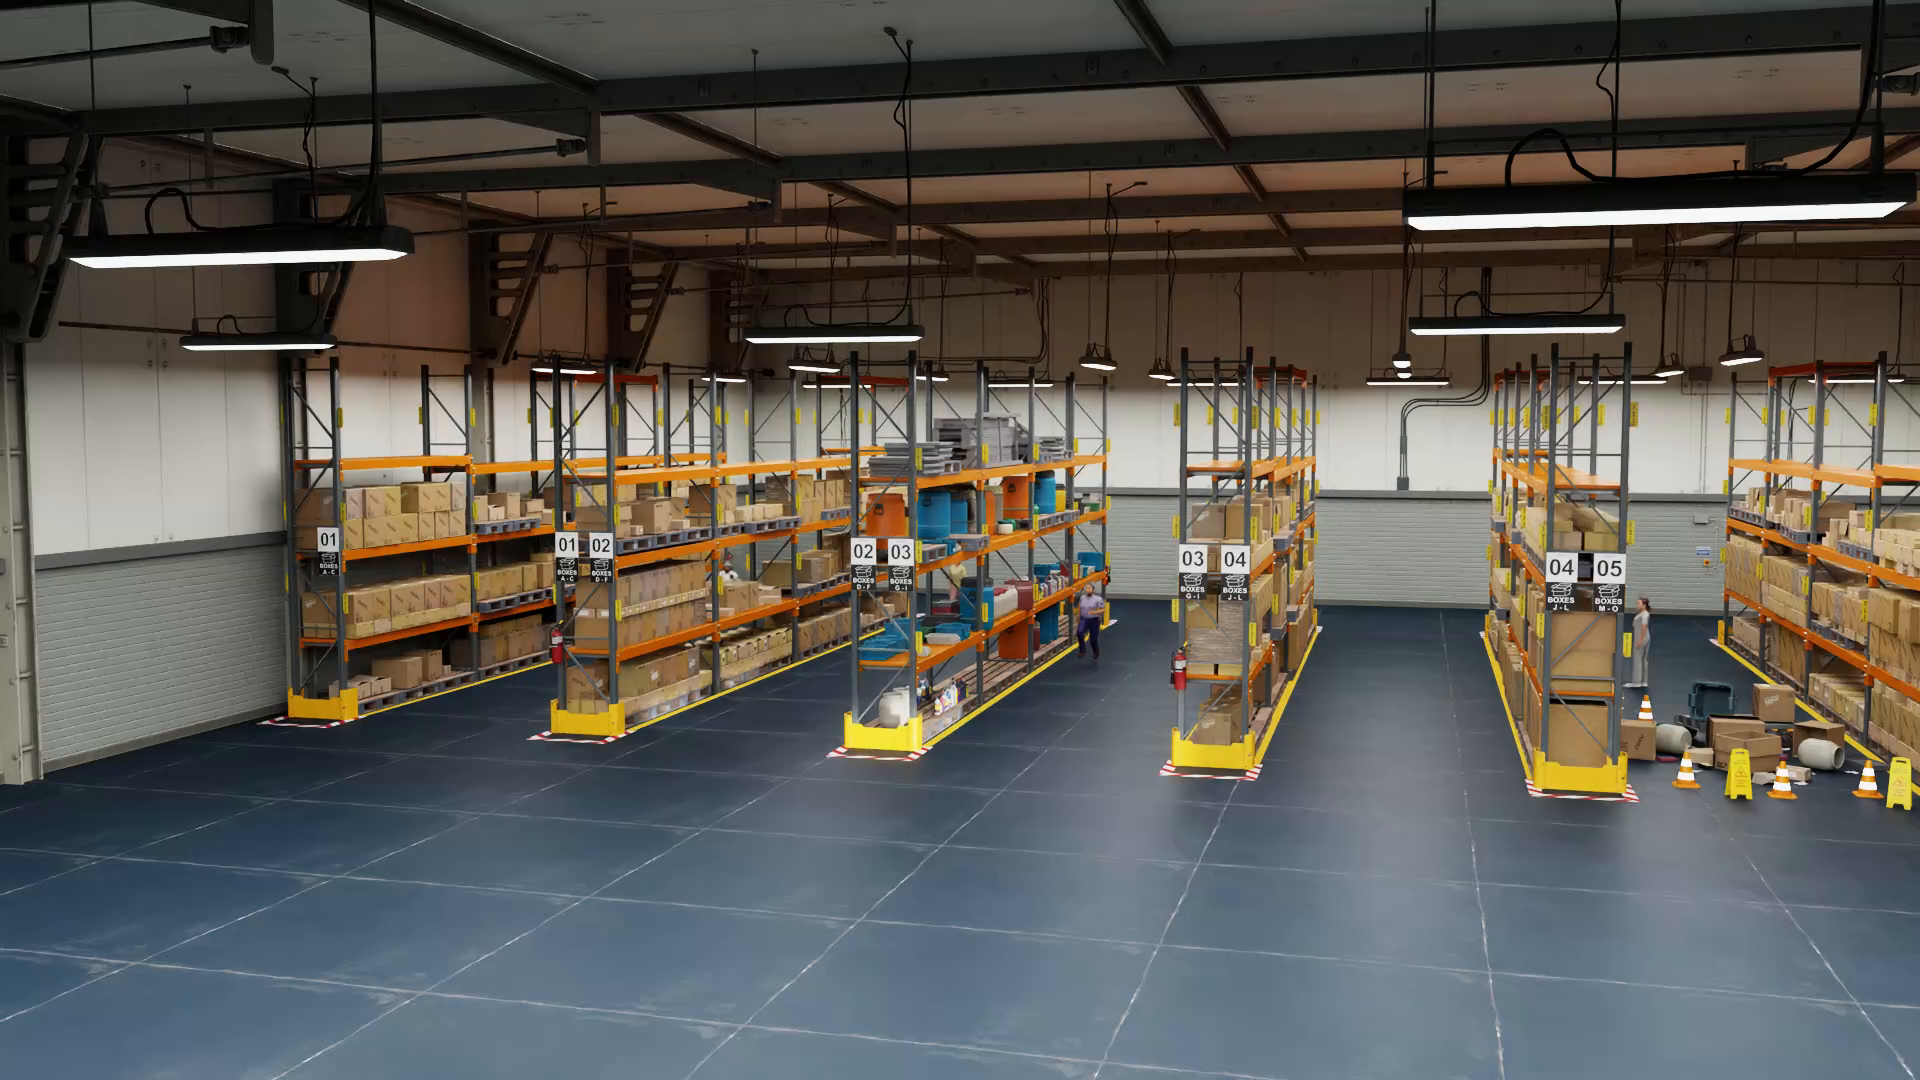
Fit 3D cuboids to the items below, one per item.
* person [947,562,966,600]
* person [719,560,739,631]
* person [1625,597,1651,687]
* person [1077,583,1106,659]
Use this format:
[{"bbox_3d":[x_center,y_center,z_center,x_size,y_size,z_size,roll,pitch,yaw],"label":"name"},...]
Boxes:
[{"bbox_3d":[-0.084,1.172,41.173,0.536,1.621,1.064,1,4,11],"label":"person"},{"bbox_3d":[-5.483,1.285,38.899,0.628,1.645,1.028,1,4,15],"label":"person"},{"bbox_3d":[12.673,1.900,31.019,0.392,1.675,0.505,3,5,38],"label":"person"},{"bbox_3d":[2.598,1.644,33.088,0.609,1.542,1.031,1,4,16],"label":"person"}]
